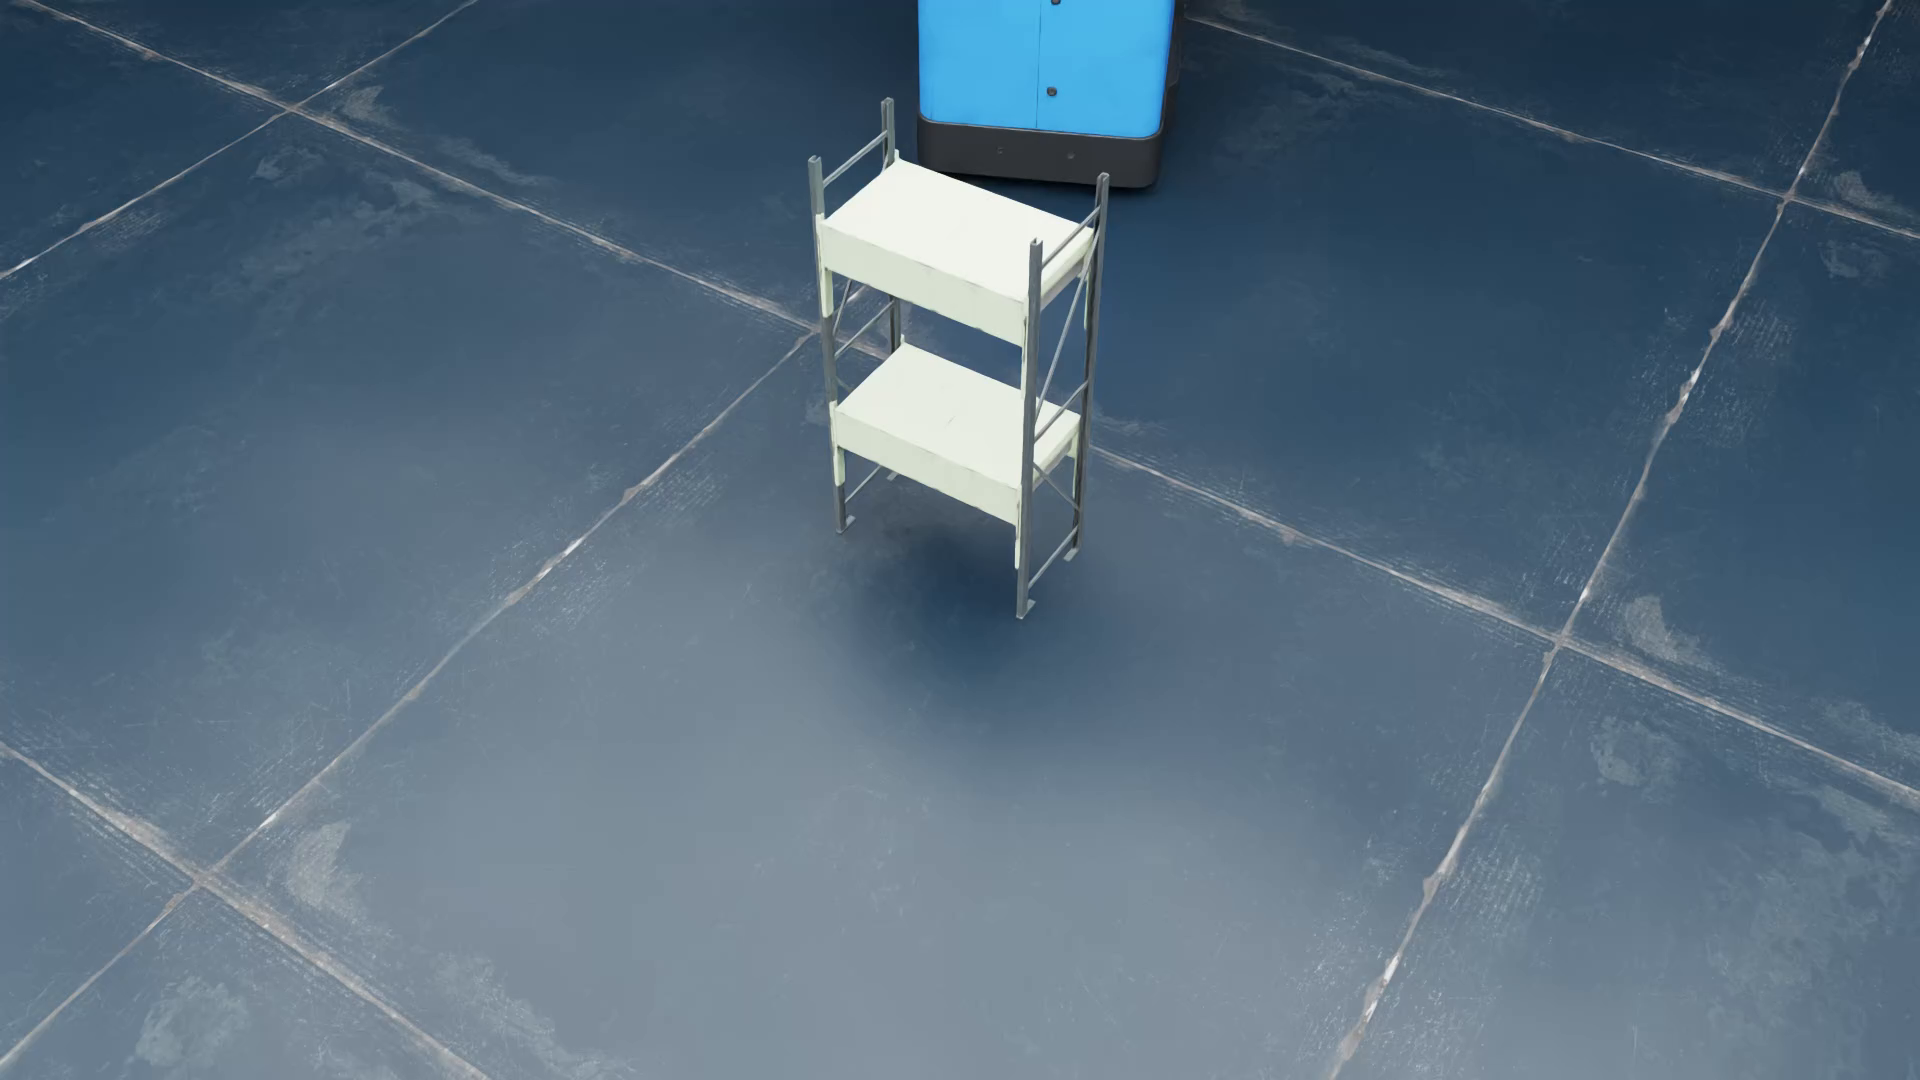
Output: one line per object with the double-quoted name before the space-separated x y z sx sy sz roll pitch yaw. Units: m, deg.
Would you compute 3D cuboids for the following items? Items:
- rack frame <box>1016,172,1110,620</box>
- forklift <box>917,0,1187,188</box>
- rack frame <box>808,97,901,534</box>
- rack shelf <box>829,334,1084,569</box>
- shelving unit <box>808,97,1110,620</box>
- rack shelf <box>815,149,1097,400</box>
"rack frame" 0.302 -0.384 5.077 0.023 1.500 0.400 25 51 22
"forklift" 0.548 -3.595 7.200 1.130 2.935 3.031 6 46 6
"rack frame" -0.314 -0.667 5.352 0.023 1.500 0.400 25 51 22
"rack shelf" -0.006 -0.298 5.448 0.720 0.370 0.431 25 51 22
"shelving unit" -0.006 -0.525 5.215 0.755 1.500 0.431 25 51 22
"rack shelf" -0.006 -0.797 4.935 0.720 0.370 0.431 25 51 22
